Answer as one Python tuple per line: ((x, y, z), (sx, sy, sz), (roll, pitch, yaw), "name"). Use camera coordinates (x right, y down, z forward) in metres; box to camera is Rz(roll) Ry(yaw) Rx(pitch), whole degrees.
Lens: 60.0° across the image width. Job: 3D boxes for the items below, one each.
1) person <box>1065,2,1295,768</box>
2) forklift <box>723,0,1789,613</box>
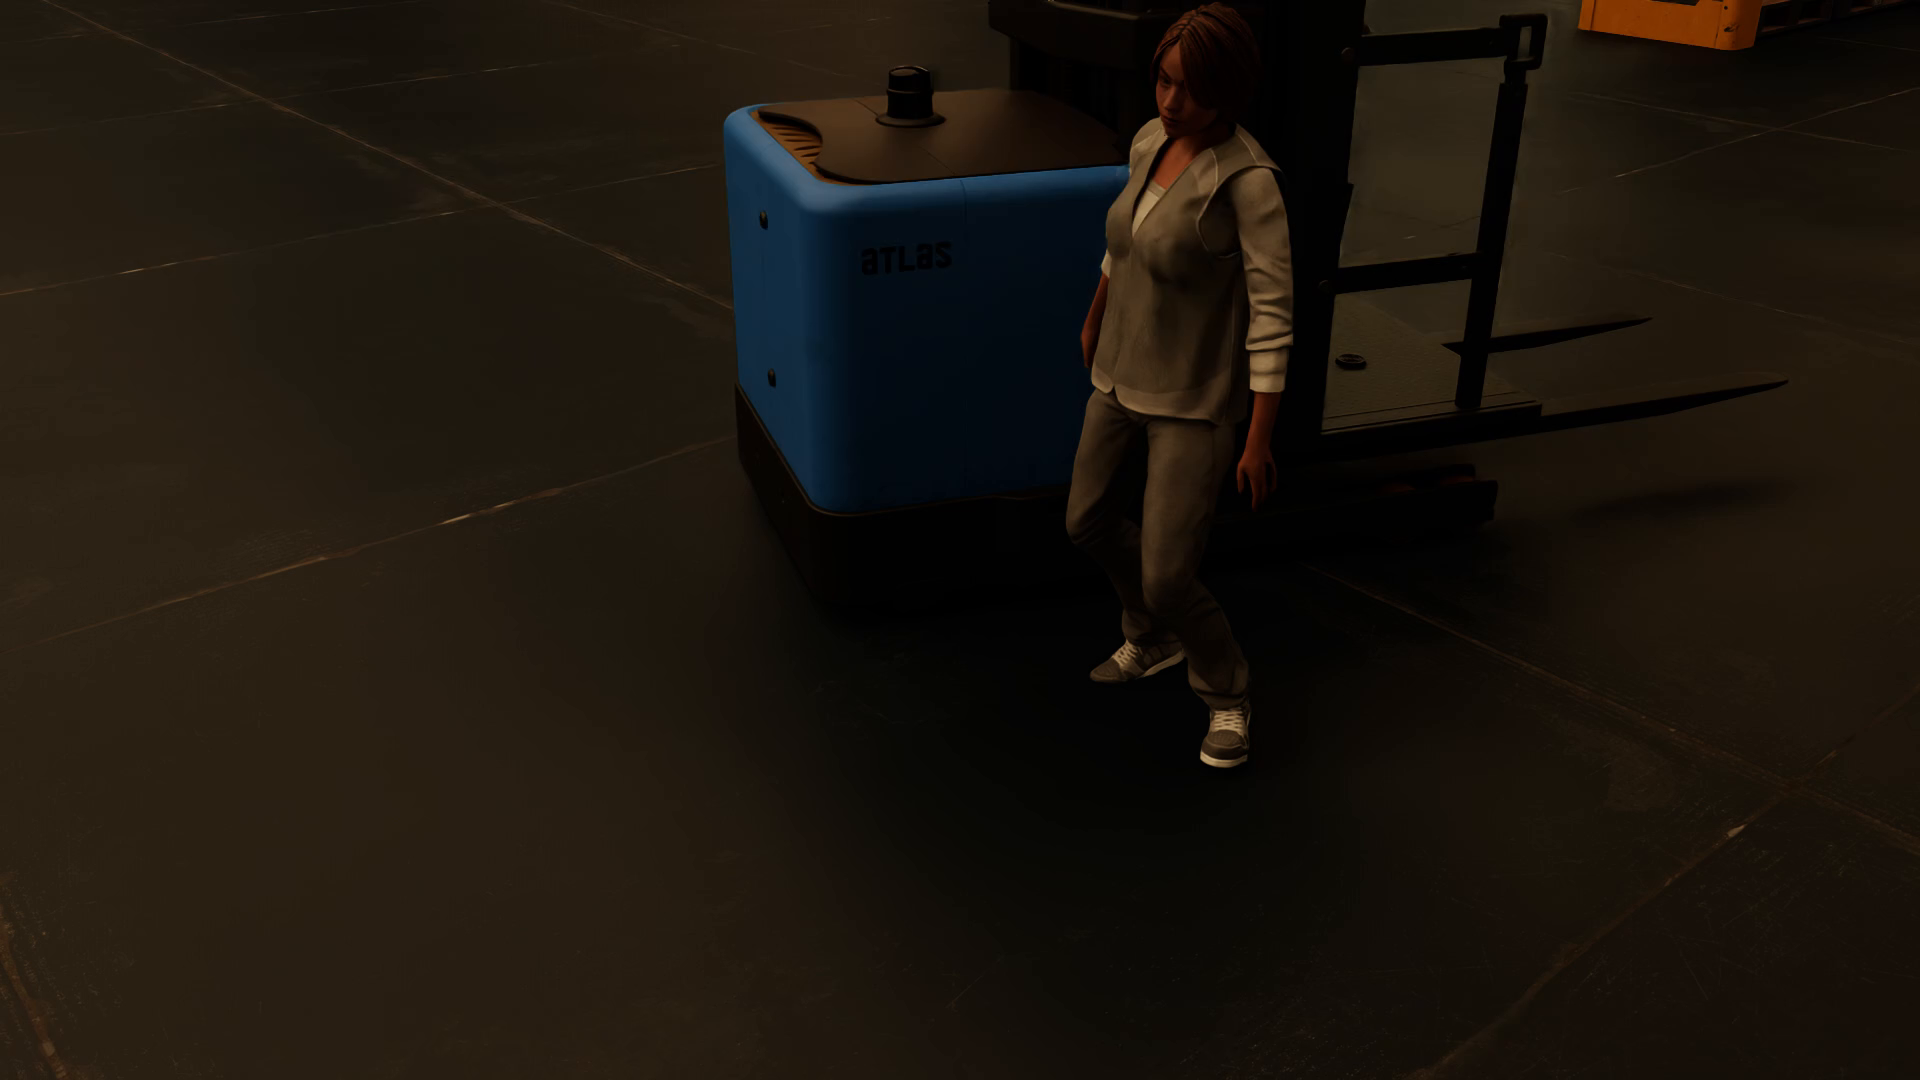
((0.435, -0.299, 3.437), (0.359, 1.561, 0.689), (-13, 29, -24), "person")
((0.935, -1.515, 4.256), (3.031, 2.935, 1.130), (-9, 28, -17), "forklift")
